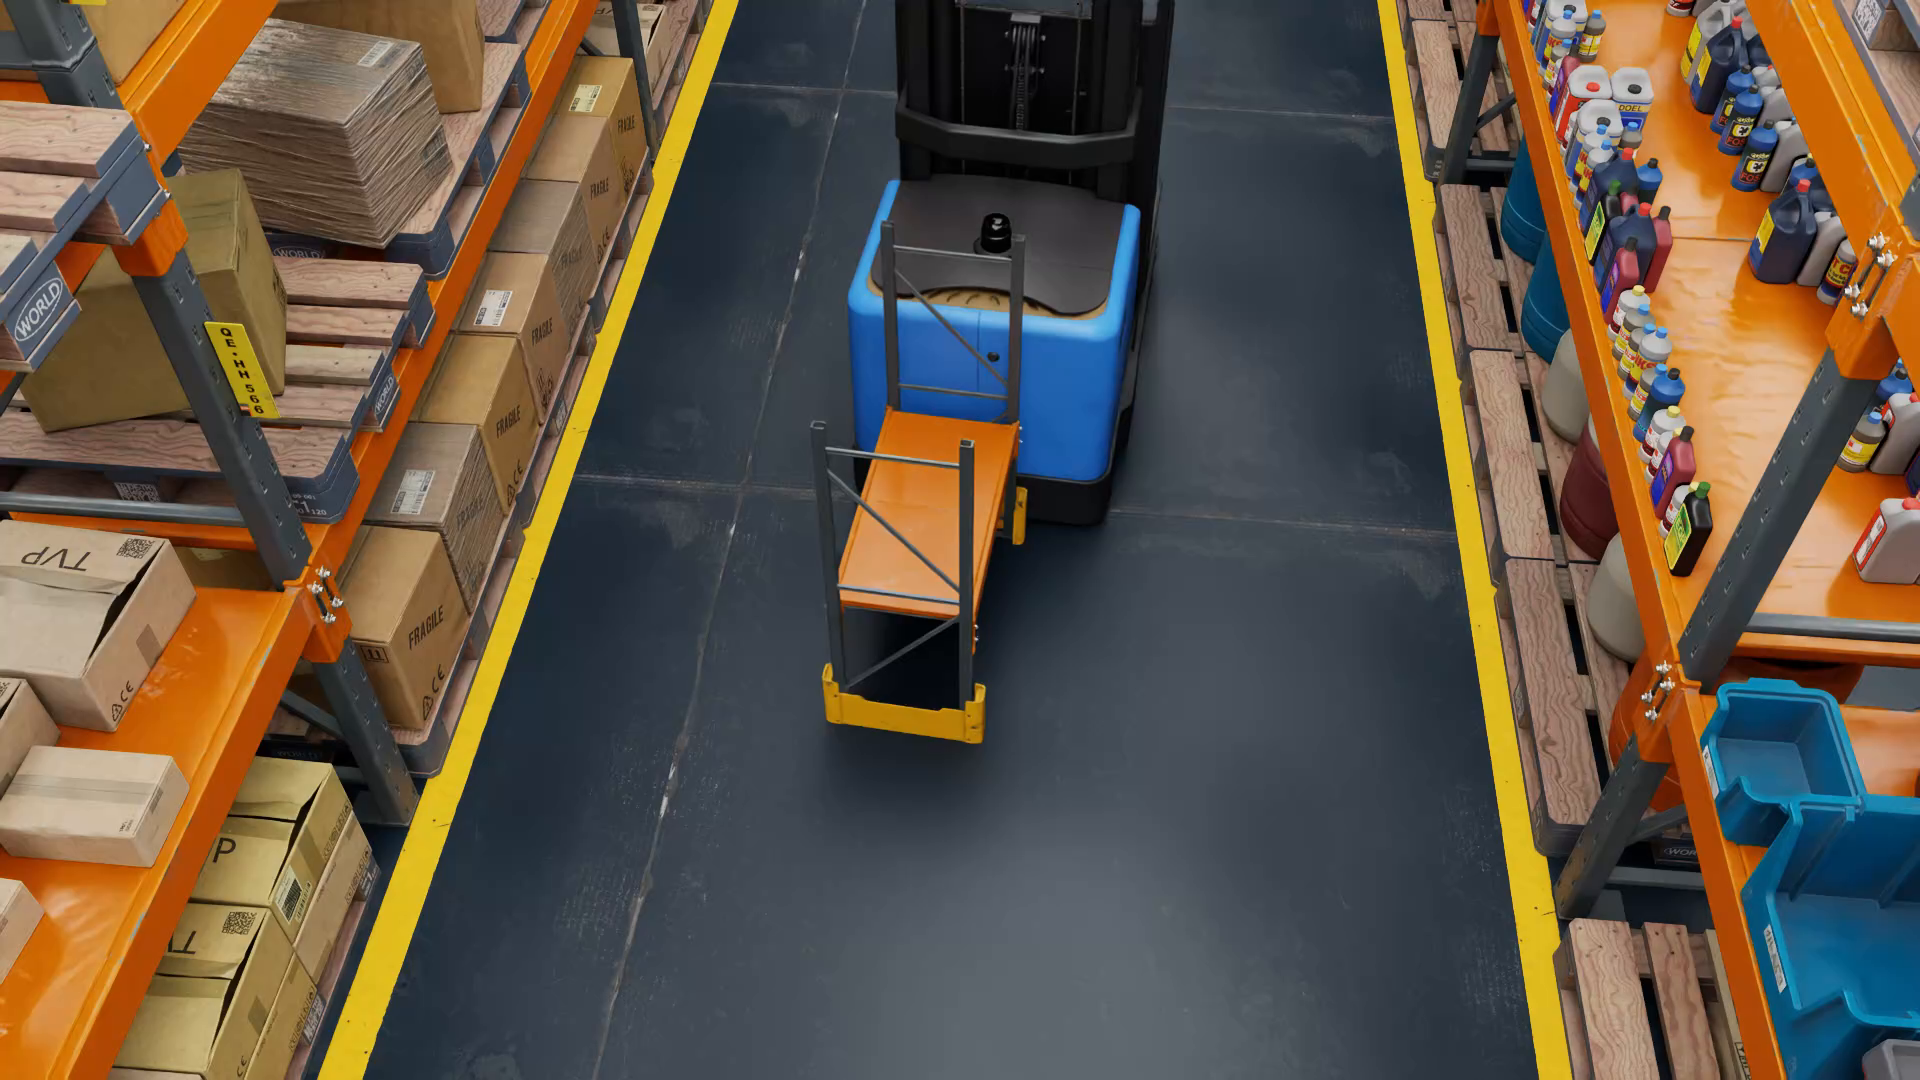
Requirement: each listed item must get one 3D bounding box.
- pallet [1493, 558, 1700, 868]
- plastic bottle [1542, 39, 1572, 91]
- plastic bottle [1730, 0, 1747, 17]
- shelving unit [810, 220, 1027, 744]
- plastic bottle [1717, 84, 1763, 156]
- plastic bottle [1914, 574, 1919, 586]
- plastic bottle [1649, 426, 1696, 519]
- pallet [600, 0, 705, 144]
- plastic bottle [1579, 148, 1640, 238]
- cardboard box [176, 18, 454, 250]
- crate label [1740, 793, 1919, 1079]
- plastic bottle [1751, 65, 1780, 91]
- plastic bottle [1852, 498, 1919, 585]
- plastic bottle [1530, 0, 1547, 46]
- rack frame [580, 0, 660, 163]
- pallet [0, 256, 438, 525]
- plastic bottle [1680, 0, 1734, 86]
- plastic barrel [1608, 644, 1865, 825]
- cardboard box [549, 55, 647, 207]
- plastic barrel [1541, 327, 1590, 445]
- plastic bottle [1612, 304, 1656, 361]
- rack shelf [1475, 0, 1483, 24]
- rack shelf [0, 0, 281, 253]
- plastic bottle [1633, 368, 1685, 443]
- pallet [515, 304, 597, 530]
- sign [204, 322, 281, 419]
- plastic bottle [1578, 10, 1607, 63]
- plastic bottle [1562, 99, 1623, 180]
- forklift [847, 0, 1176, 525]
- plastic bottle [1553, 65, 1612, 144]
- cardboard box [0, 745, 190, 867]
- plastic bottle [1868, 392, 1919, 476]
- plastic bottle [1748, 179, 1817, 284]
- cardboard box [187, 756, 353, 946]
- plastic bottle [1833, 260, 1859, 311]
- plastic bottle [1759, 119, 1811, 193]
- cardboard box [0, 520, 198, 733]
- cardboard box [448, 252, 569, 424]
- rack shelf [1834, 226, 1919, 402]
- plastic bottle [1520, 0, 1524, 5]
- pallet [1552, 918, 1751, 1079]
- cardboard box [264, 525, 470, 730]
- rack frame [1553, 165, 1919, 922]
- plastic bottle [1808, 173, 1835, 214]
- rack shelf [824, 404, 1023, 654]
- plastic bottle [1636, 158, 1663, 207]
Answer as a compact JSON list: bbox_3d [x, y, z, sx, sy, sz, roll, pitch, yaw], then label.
[{"bbox_3d":[2.542,0.612,6.047,1.003,0.211,1.213,4,48,4],"label":"pallet"},{"bbox_3d":[2.375,-1.881,6.572,0.097,0.201,0.097,0,48,0],"label":"plastic bottle"},{"bbox_3d":[3.129,-2.065,6.690,0.152,0.276,0.135,4,48,4],"label":"plastic bottle"},{"bbox_3d":[-0.114,-0.190,5.907,0.587,1.500,1.083,8,48,7],"label":"shelving unit"},{"bbox_3d":[2.945,-1.589,6.257,0.097,0.271,0.097,0,48,0],"label":"plastic bottle"},{"bbox_3d":[2.873,-0.002,4.803,0.152,0.276,0.135,4,48,4],"label":"plastic bottle"},{"bbox_3d":[2.145,-0.203,4.982,0.061,0.283,0.133,4,48,4],"label":"plastic bottle"},{"bbox_3d":[-1.993,-2.586,8.972,1.003,0.211,1.213,4,48,4],"label":"pallet"},{"bbox_3d":[2.313,-1.244,5.889,0.144,0.351,0.185,4,48,4],"label":"plastic bottle"},{"bbox_3d":[-2.202,-1.388,5.635,0.700,0.500,0.500,12,49,11],"label":"cardboard box"},{"bbox_3d":[2.152,0.953,3.822,0.502,0.435,0.616,4,48,4],"label":"crate label"},{"bbox_3d":[3.083,-1.694,6.351,0.152,0.276,0.135,4,48,4],"label":"plastic bottle"},{"bbox_3d":[2.722,-0.012,4.812,0.152,0.276,0.135,4,48,4],"label":"plastic bottle"},{"bbox_3d":[2.405,-2.147,6.768,0.097,0.271,0.097,0,48,0],"label":"plastic bottle"},{"bbox_3d":[-2.056,-3.022,7.482,1.000,3.000,0.127,4,48,4],"label":"rack frame"},{"bbox_3d":[-2.429,-0.521,5.324,1.213,0.211,1.003,4,48,4],"label":"pallet"},{"bbox_3d":[2.975,-1.982,6.564,0.144,0.351,0.185,4,48,4],"label":"plastic bottle"},{"bbox_3d":[2.539,0.483,5.462,0.600,0.830,0.708,4,48,4],"label":"plastic barrel"},{"bbox_3d":[-1.816,-1.945,7.892,0.500,0.500,0.500,4,48,3],"label":"cardboard box"},{"bbox_3d":[2.605,-0.661,6.723,0.421,0.512,0.421,0,48,0],"label":"plastic barrel"},{"bbox_3d":[2.227,-0.688,5.482,0.097,0.201,0.097,0,48,0],"label":"plastic bottle"},{"bbox_3d":[3.058,-3.913,8.784,1.077,0.370,4.000,4,48,4],"label":"rack shelf"},{"bbox_3d":[-2.238,-2.322,5.296,1.077,0.370,4.000,4,48,4],"label":"rack shelf"},{"bbox_3d":[2.191,-0.426,5.194,0.097,0.271,0.097,0,48,0],"label":"plastic bottle"},{"bbox_3d":[-2.201,-0.582,7.139,1.003,0.211,1.213,4,48,4],"label":"pallet"},{"bbox_3d":[-1.868,-0.439,4.334,0.100,0.325,0.005,4,48,4],"label":"sign"},{"bbox_3d":[2.547,-2.041,6.719,0.097,0.201,0.097,0,48,0],"label":"plastic bottle"},{"bbox_3d":[2.349,-1.479,6.154,0.152,0.276,0.135,4,48,4],"label":"plastic bottle"},{"bbox_3d":[0.332,-2.156,6.736,1.130,2.935,3.031,8,48,7],"label":"forklift"},{"bbox_3d":[2.370,-1.650,6.310,0.152,0.276,0.135,4,48,4],"label":"plastic bottle"},{"bbox_3d":[-2.228,0.681,4.264,0.380,0.149,0.250,4,48,4],"label":"cardboard box"},{"bbox_3d":[2.915,-0.342,5.114,0.152,0.276,0.135,4,48,4],"label":"plastic bottle"},{"bbox_3d":[2.854,-1.074,5.733,0.144,0.351,0.185,4,48,4],"label":"plastic bottle"},{"bbox_3d":[-2.223,0.915,5.079,0.500,0.311,0.500,5,48,5],"label":"cardboard box"},{"bbox_3d":[3.024,-0.850,5.574,0.061,0.283,0.133,4,48,4],"label":"plastic bottle"},{"bbox_3d":[3.050,-1.425,6.105,0.152,0.276,0.135,4,48,4],"label":"plastic bottle"},{"bbox_3d":[-2.497,0.211,4.584,0.500,0.311,0.500,7,48,6],"label":"cardboard box"},{"bbox_3d":[-1.959,-0.840,6.882,0.500,0.500,0.500,2,48,2],"label":"cardboard box"},{"bbox_3d":[2.329,0.953,2.300,1.077,0.370,4.000,4,48,4],"label":"rack shelf"},{"bbox_3d":[2.418,-2.406,6.997,0.061,0.283,0.133,4,48,4],"label":"plastic bottle"},{"bbox_3d":[2.402,1.761,4.997,1.003,0.211,1.213,4,48,4],"label":"pallet"},{"bbox_3d":[-2.095,0.297,5.842,0.500,0.500,0.500,6,48,5],"label":"cardboard box"},{"bbox_3d":[2.512,0.253,4.486,1.000,3.000,0.127,4,48,4],"label":"rack frame"},{"bbox_3d":[3.018,-1.163,5.814,0.144,0.351,0.185,4,48,4],"label":"plastic bottle"},{"bbox_3d":[-0.115,-0.062,6.034,0.538,0.185,1.000,8,48,7],"label":"rack shelf"},{"bbox_3d":[2.437,-1.242,5.940,0.097,0.271,0.097,0,48,0],"label":"plastic bottle"}]
